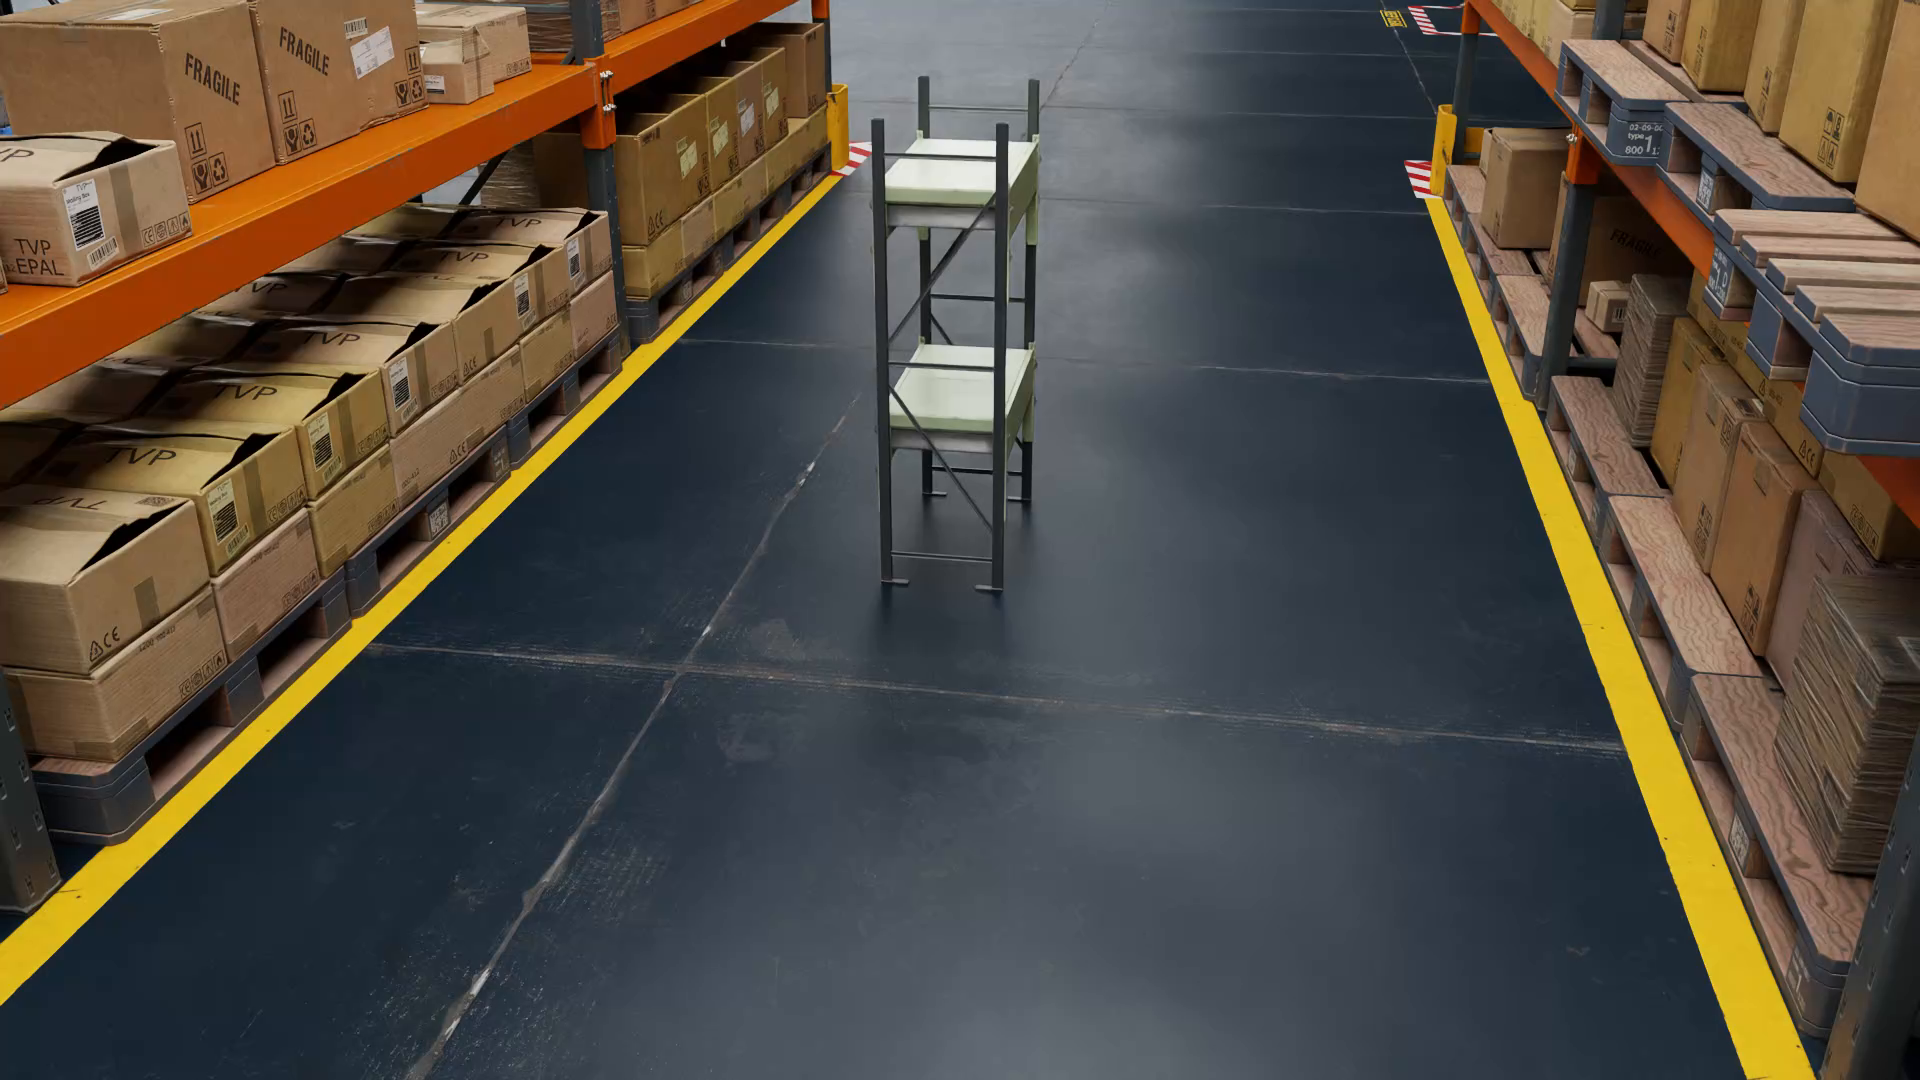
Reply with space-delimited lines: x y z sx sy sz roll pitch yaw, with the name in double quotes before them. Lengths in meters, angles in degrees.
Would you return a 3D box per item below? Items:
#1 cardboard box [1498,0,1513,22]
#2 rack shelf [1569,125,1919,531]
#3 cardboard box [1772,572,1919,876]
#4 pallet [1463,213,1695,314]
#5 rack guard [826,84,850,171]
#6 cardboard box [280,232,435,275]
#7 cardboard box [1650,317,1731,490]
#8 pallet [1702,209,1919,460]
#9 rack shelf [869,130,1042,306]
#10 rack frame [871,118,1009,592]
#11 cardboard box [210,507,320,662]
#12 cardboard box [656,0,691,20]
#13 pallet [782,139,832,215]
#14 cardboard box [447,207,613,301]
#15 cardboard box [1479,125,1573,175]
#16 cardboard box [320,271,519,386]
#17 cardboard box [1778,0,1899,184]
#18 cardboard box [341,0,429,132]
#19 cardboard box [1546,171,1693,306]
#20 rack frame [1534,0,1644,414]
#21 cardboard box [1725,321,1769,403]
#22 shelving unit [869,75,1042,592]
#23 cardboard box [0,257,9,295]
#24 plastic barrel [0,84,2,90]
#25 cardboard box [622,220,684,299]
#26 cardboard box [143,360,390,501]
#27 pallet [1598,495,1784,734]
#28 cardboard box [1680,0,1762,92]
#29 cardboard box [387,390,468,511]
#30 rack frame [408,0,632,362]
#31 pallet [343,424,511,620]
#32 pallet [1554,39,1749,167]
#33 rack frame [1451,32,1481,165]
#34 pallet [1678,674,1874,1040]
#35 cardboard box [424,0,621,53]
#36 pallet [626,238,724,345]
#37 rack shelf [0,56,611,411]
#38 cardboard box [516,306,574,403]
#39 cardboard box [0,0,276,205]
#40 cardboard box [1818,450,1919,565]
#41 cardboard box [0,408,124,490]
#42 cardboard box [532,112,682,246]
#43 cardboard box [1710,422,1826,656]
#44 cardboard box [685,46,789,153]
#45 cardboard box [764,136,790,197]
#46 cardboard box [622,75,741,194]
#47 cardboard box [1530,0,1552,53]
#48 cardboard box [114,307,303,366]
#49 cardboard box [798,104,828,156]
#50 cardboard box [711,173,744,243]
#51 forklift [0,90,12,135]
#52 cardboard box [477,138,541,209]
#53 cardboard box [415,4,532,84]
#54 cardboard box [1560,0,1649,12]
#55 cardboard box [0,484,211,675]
"cardboard box" 2.907 -2.662 8.052 0.500 0.250 0.500 4 25 9
"rack shelf" 2.564 -0.710 4.577 1.077 0.370 4.000 4 25 9
"cardboard box" 2.304 0.429 3.725 0.700 0.500 0.500 4 25 9
"pallet" 3.163 -1.404 8.501 1.003 0.211 1.213 4 25 9
"rack guard" -1.339 -2.765 11.067 1.175 0.500 0.348 4 25 9
"cardboard box" -2.397 -1.048 6.537 0.500 0.311 0.500 4 25 8
"cardboard box" 2.752 -0.411 5.519 0.700 0.500 0.500 4 25 7
"pallet" 2.249 -0.418 3.331 1.213 0.211 1.003 4 25 9
"rack shelf" 0.001 -1.036 5.273 0.431 0.370 0.720 4 25 9
"rack frame" -0.059 -0.529 5.111 0.400 1.500 0.023 4 25 9
"cardboard box" -2.194 0.105 4.735 0.500 0.250 0.500 3 25 7
"cardboard box" -1.764 -2.876 8.238 0.700 0.500 0.500 4 25 9
"pallet" -1.426 -2.301 10.417 1.003 0.211 1.213 4 25 9
"cardboard box" -1.780 -1.223 6.912 0.500 0.311 0.500 4 25 9
"cardboard box" 3.343 -2.243 9.657 0.500 0.311 0.500 1 25 3
"cardboard box" -1.943 -0.797 6.001 0.500 0.311 0.500 4 25 8
"cardboard box" 2.486 -1.164 4.061 0.700 0.500 0.500 4 25 9
"cardboard box" -2.224 -1.719 5.766 0.500 0.500 0.500 6 26 12
"cardboard box" 3.021 -1.376 7.581 0.500 0.500 0.500 2 25 5
"rack frame" 2.891 -1.872 6.211 1.000 3.000 0.127 4 25 9
"cardboard box" 2.637 -0.568 4.970 0.500 0.250 0.500 3 25 7
"shelving unit" 0.001 -0.682 5.438 0.431 1.500 0.755 4 25 9
"cardboard box" -2.548 -0.650 3.705 0.500 0.311 0.500 6 26 12
"plastic barrel" -6.343 -2.805 10.643 0.421 0.512 0.421 0 25 0
"cardboard box" -1.622 -1.332 7.805 0.500 0.250 0.500 4 25 9
"cardboard box" -2.112 -0.372 5.093 0.500 0.311 0.500 3 25 7
"pallet" 2.568 0.228 5.013 1.003 0.211 1.213 4 25 9
"cardboard box" 2.676 -1.673 5.149 0.700 0.500 0.500 7 26 14
"cardboard box" -2.030 -0.327 5.658 0.500 0.250 0.500 5 25 10
"rack frame" -1.996 -2.214 6.941 1.000 3.000 0.127 4 25 9
"pallet" -2.275 -0.128 5.775 1.003 0.211 1.213 4 25 9
"pallet" 2.623 -1.476 5.591 1.003 0.211 1.213 4 25 9
"rack frame" 3.545 -3.545 9.786 1.000 3.000 0.127 4 25 9
"pallet" 2.367 0.737 3.927 1.003 0.211 1.213 4 25 9
"cardboard box" -1.930 -2.445 7.318 0.700 0.500 0.500 3 25 7
"pallet" -1.825 -1.281 8.237 1.003 0.211 1.213 4 25 9
"rack shelf" -2.323 -1.052 5.307 1.077 0.370 4.000 4 25 9
"cardboard box" -1.863 -0.754 6.570 0.500 0.250 0.500 4 25 8
"cardboard box" -2.392 -1.289 4.848 0.500 0.500 0.500 3 25 6
"cardboard box" 2.459 -0.145 4.066 0.500 0.250 0.500 4 25 10
"cardboard box" -2.729 -0.194 4.712 0.500 0.311 0.500 4 25 8
"cardboard box" -1.612 -1.671 7.644 0.500 0.500 0.500 4 25 9
"cardboard box" 2.556 0.012 4.616 0.700 0.500 0.500 4 25 8
"cardboard box" -1.286 -2.507 9.431 0.500 0.500 0.500 4 25 9
"cardboard box" -1.289 -2.168 9.591 0.500 0.250 0.500 4 25 9
"cardboard box" -1.448 -2.089 8.538 0.500 0.500 0.500 4 25 9
"cardboard box" 2.759 -2.240 7.151 0.500 0.250 0.500 4 25 9
"cardboard box" -2.560 -0.614 5.610 0.500 0.311 0.500 5 25 10
"cardboard box" -1.139 -2.587 10.486 0.500 0.250 0.500 4 25 9
"cardboard box" -1.448 -1.749 8.697 0.500 0.250 0.500 4 25 9
"forklift" -4.500 -1.769 6.073 1.130 2.935 3.031 4 25 8
"cardboard box" -2.043 -1.916 8.168 0.500 0.500 0.500 4 25 9
"cardboard box" -2.034 -1.937 6.527 0.500 0.250 0.500 6 26 12
"cardboard box" 2.663 -2.372 6.548 0.500 0.500 0.500 4 25 8
"cardboard box" -2.275 0.062 4.167 0.500 0.311 0.500 5 26 10
